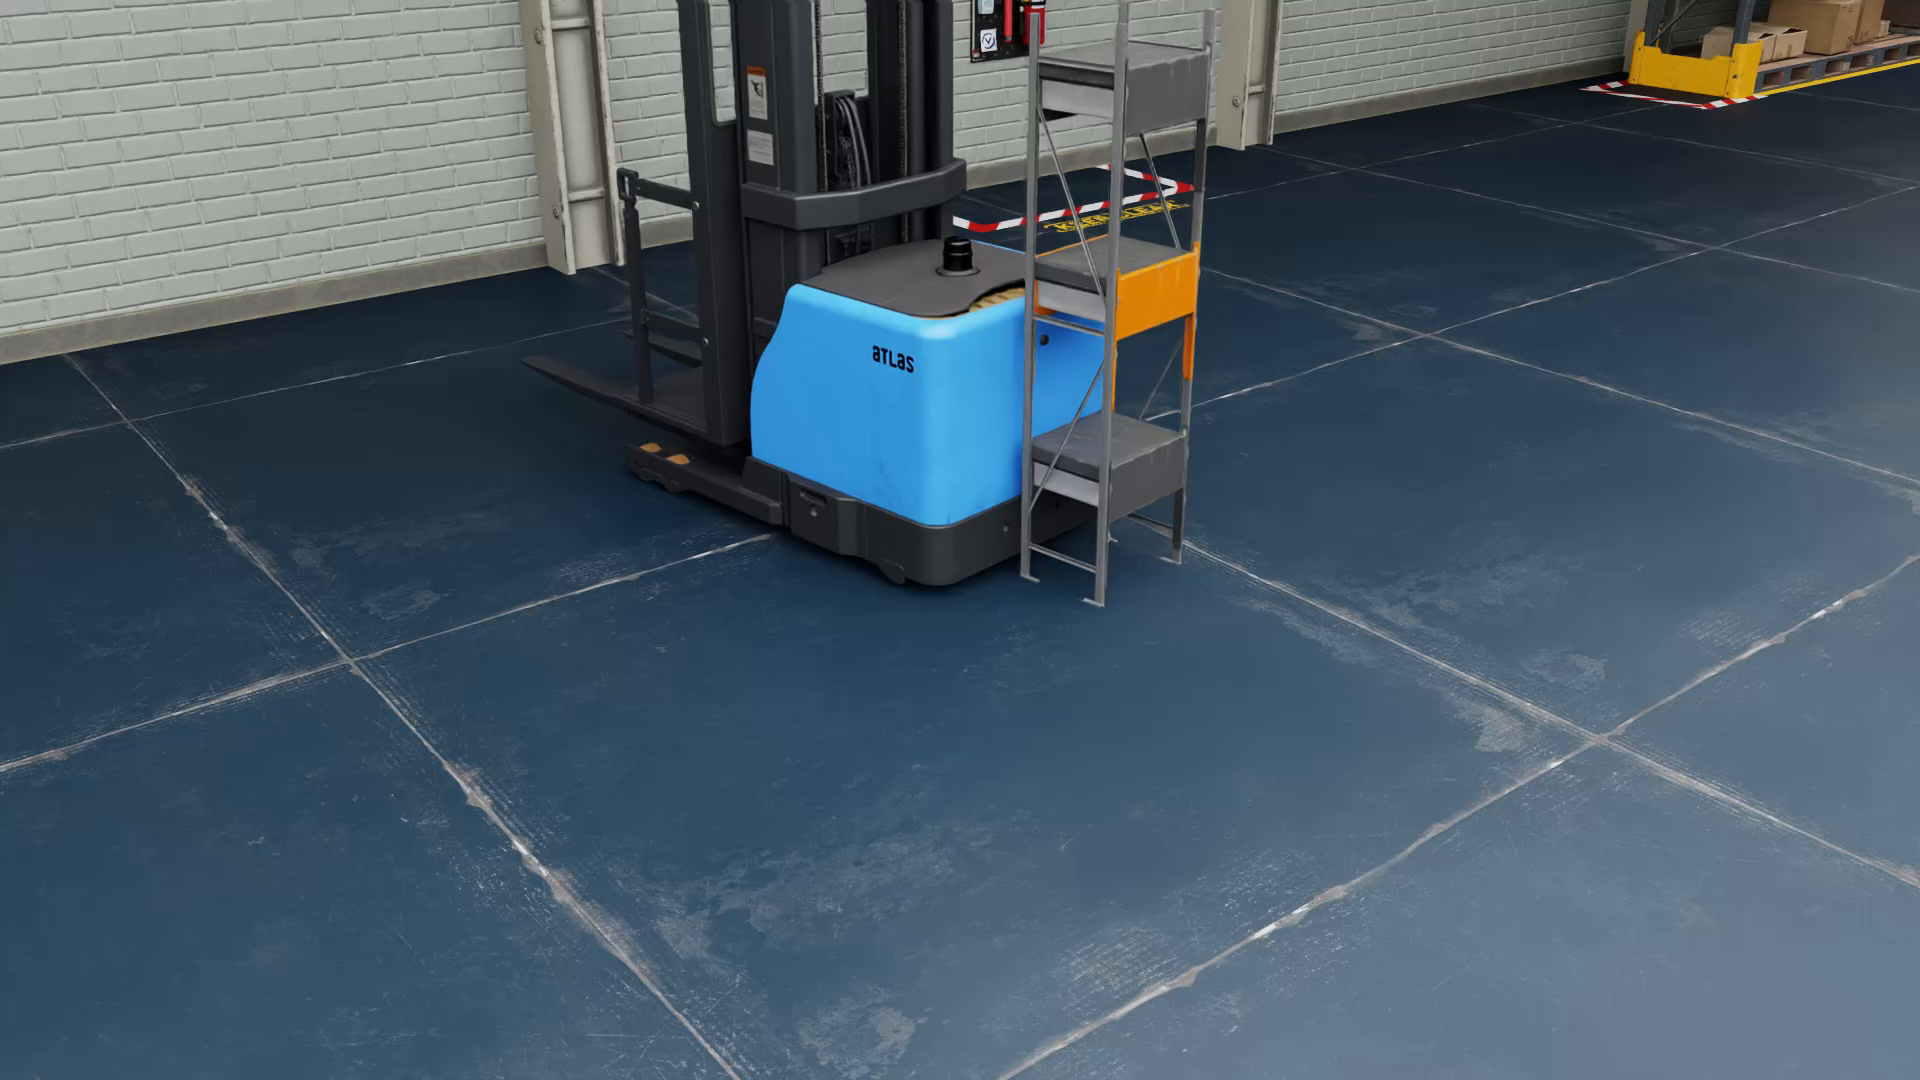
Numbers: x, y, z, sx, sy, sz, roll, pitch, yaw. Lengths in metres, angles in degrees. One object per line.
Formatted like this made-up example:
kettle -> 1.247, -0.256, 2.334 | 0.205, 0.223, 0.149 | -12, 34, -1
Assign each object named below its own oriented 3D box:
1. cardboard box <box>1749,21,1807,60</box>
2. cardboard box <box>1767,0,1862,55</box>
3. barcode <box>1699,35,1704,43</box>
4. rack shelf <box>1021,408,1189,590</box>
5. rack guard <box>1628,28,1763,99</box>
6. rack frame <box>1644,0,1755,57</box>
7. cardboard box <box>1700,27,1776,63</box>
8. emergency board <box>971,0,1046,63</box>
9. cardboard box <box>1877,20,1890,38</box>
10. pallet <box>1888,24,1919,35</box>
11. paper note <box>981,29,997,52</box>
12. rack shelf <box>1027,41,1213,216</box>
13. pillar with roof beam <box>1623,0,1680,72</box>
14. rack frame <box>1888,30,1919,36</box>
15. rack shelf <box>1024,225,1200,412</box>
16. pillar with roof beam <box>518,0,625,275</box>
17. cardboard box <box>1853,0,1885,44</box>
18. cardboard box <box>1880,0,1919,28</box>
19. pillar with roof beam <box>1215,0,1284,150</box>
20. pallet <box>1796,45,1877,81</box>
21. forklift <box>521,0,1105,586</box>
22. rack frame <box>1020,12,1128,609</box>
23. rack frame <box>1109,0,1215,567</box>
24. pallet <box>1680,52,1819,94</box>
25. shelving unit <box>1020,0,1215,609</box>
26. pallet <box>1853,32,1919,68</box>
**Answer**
cardboard box -> 8.112, -5.028, 16.691 | 0.500, 0.311, 0.500 | -15, 29, -30
cardboard box -> 8.720, -5.287, 17.026 | 0.500, 0.500, 0.700 | -21, 32, -37
barcode -> 7.431, -5.021, 16.666 | 0.075, 0.075, 0.001 | -18, 31, -34
rack shelf -> 0.550, -0.183, 6.345 | 0.431, 0.518, 0.480 | 21, 32, 38
rack guard -> 7.123, -4.636, 16.144 | 0.348, 0.500, 1.175 | -18, 31, -34
rack frame -> 7.064, -5.750, 15.576 | 0.127, 3.000, 1.000 | -18, 31, -34
cardboard box -> 7.664, -4.879, 16.372 | 0.500, 0.311, 0.500 | -23, 33, -40
emergency board -> 0.391, -4.030, 11.870 | 0.643, 1.169, 0.194 | -18, 31, -34
cardboard box -> 9.809, -5.554, 17.997 | 0.380, 0.166, 0.250 | 22, 33, 39
pallet -> 10.823, -5.727, 18.838 | 1.213, 0.211, 1.003 | -18, 31, -34
paper note -> 0.209, -3.607, 12.006 | 0.142, 0.148, 0.016 | -18, 31, -34
rack shelf -> 0.550, -1.453, 5.756 | 0.431, 0.518, 0.480 | 21, 32, 38
pillar with roof beam -> 9.737, -7.513, 12.249 | 0.400, 9.000, 9.100 | -18, 31, -34
rack frame -> 10.211, -6.789, 17.814 | 0.127, 3.000, 1.000 | -18, 31, -34
rack shelf -> 0.550, -0.818, 6.050 | 0.431, 0.518, 0.480 | 21, 32, 38
pillar with roof beam -> 0.294, -4.396, 5.532 | 0.400, 9.000, 9.100 | -18, 31, -34
cardboard box -> 9.419, -5.572, 17.639 | 0.500, 0.500, 0.500 | -21, 32, -38
cardboard box -> 10.780, -6.051, 18.672 | 0.500, 0.500, 0.700 | -17, 30, -32
pillar with roof beam -> 5.016, -5.954, 8.891 | 0.400, 9.000, 9.100 | -18, 31, -34
pallet -> 8.744, -5.019, 17.314 | 1.213, 0.211, 1.003 | -18, 31, -34
forklift -> -0.819, -1.673, 6.873 | 3.031, 2.935, 1.130 | 22, 33, 39
rack frame -> 0.385, -0.755, 5.882 | 0.400, 2.100, 0.015 | 21, 32, 38
rack frame -> 0.715, -0.906, 6.208 | 0.400, 2.100, 0.015 | 21, 32, 38
pallet -> 7.784, -4.704, 16.635 | 1.213, 0.211, 1.003 | -18, 31, -34
shelving unit -> 0.550, -0.830, 6.045 | 0.431, 2.100, 0.503 | 21, 32, 38
pallet -> 9.705, -5.338, 18.000 | 1.213, 0.211, 1.003 | -18, 31, -34
